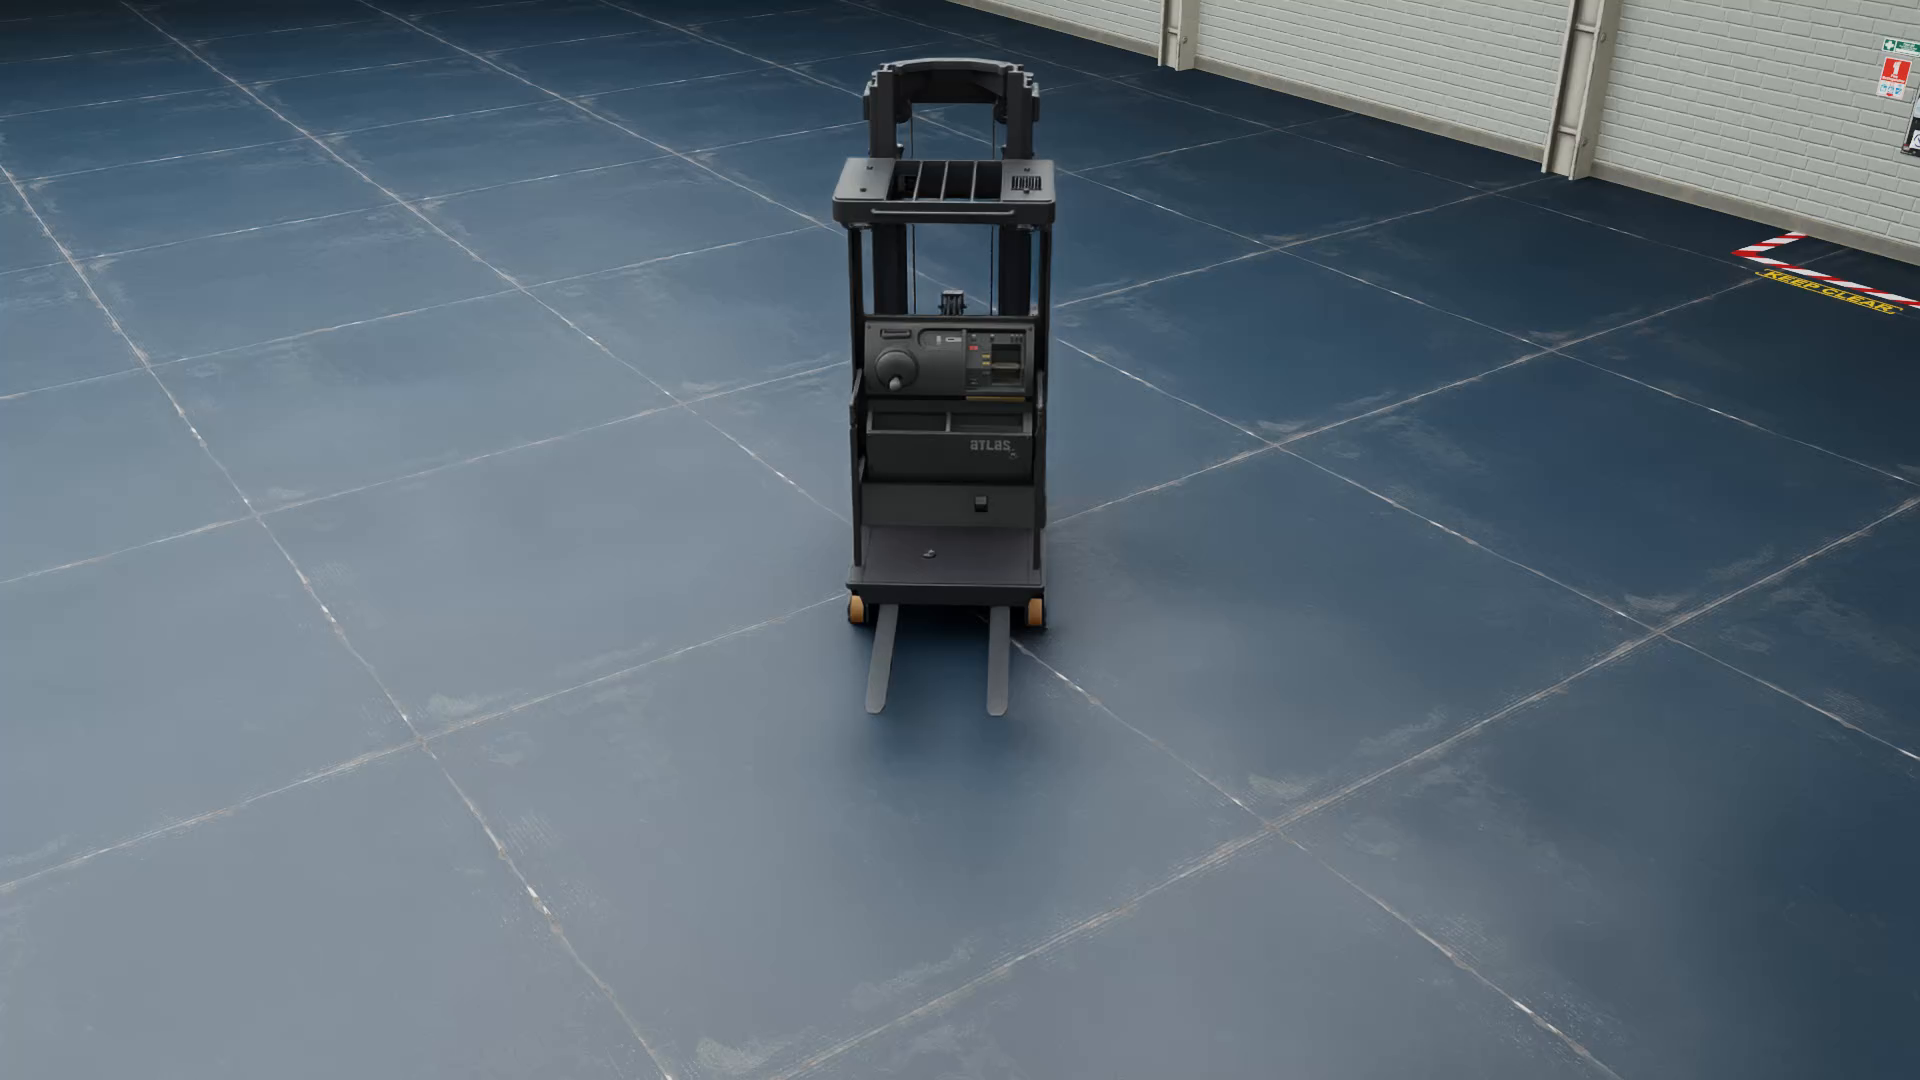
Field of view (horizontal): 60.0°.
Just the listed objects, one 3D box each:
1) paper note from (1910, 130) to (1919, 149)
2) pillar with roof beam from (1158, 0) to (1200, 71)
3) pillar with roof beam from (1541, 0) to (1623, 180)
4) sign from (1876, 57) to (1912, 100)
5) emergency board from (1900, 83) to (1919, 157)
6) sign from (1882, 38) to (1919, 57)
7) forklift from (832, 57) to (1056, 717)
[{"bbox_3d":[8.318,-3.461,14.403,0.016,0.148,0.142,-19,34,-31],"label":"paper note"},{"bbox_3d":[-0.701,-8.899,17.206,9.100,9.000,0.400,-19,34,-31],"label":"pillar with roof beam"},{"bbox_3d":[2.779,-6.566,12.911,9.100,9.000,0.400,-19,34,-31],"label":"pillar with roof beam"},{"bbox_3d":[8.127,-4.019,14.471,0.001,0.329,0.234,-19,34,-31],"label":"sign"},{"bbox_3d":[8.374,-3.769,14.046,0.157,1.169,0.626,-19,34,-31],"label":"emergency board"},{"bbox_3d":[8.123,-4.248,14.336,0.001,0.109,0.331,-19,34,-31],"label":"sign"},{"bbox_3d":[-0.063,-0.954,8.935,1.130,2.935,3.031,1,29,2],"label":"forklift"}]
